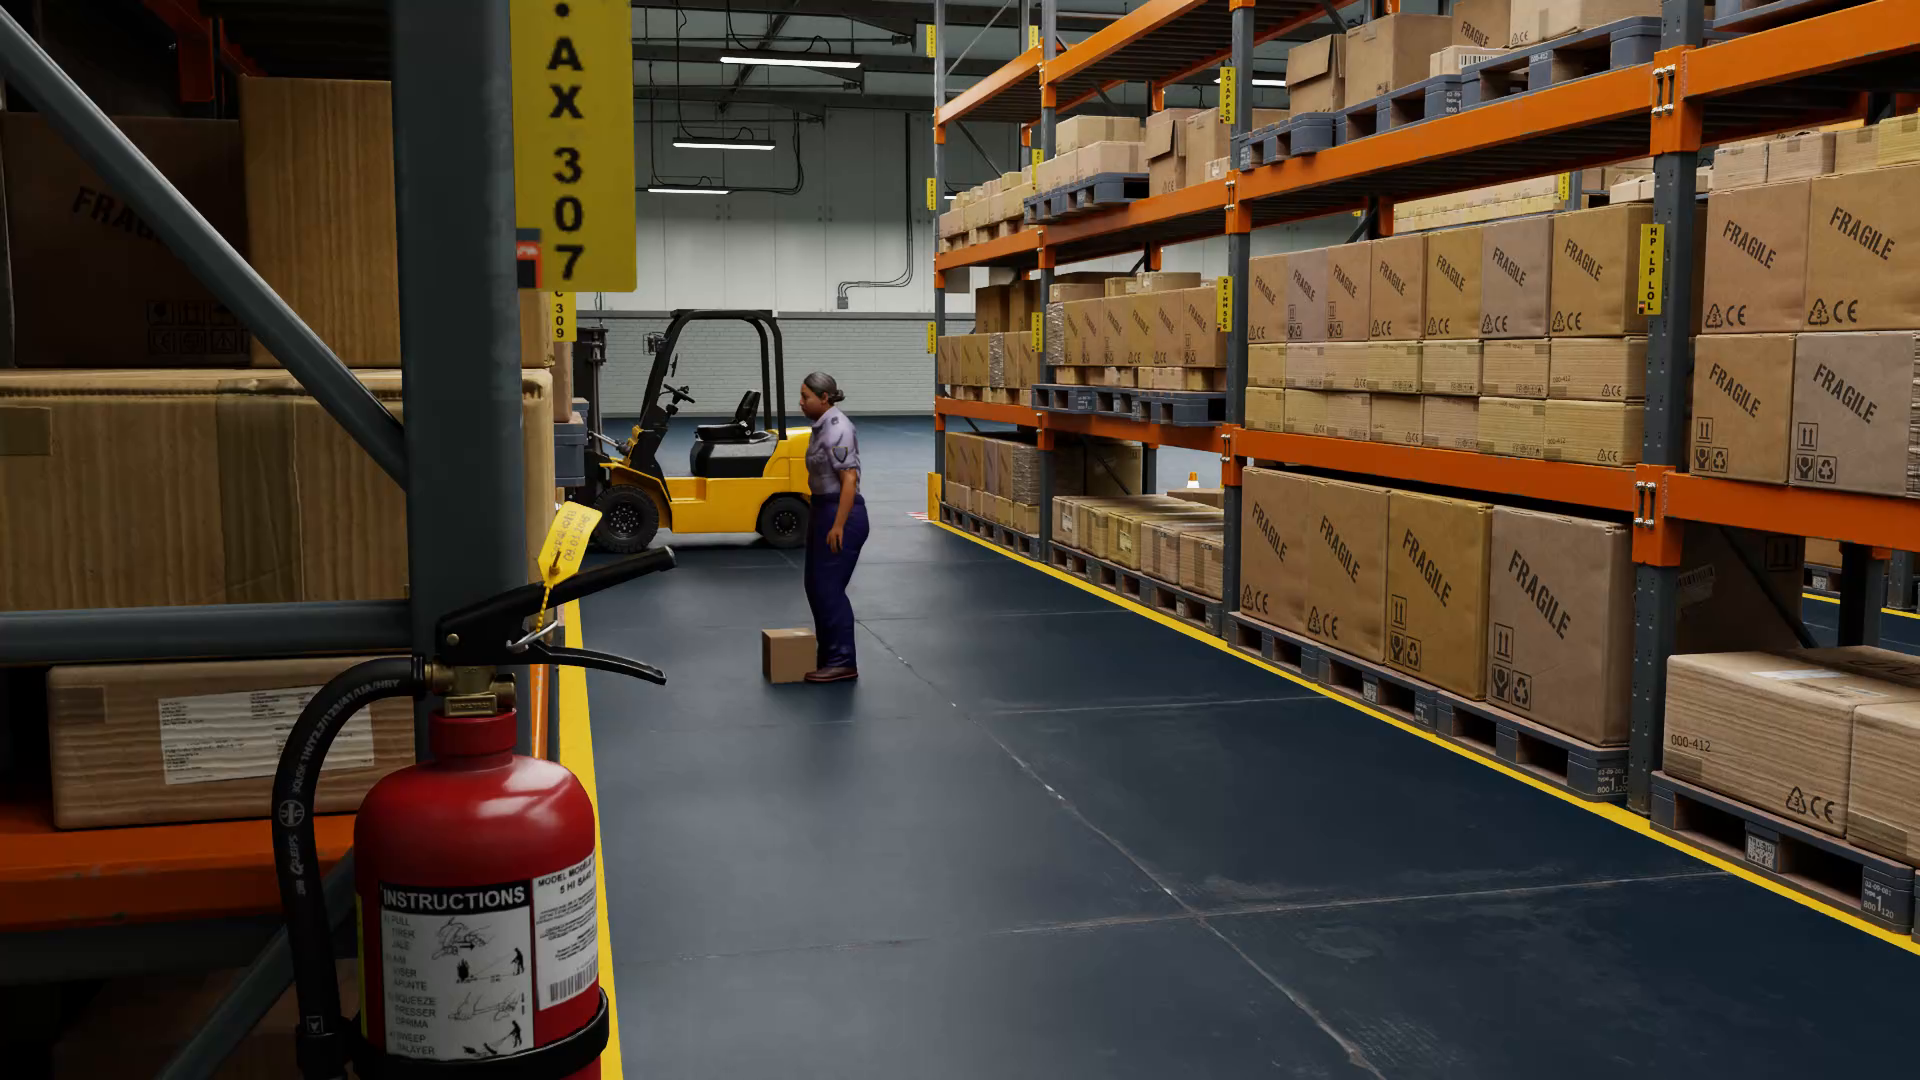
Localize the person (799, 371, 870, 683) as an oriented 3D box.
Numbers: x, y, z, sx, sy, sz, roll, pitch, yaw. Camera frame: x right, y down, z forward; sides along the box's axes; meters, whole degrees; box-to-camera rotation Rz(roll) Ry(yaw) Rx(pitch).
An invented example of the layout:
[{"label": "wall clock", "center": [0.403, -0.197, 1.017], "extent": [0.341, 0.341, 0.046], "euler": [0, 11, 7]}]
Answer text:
[{"label": "person", "center": [-0.694, -0.081, 8.964], "extent": [0.372, 1.650, 0.546], "euler": [-2, 6, -16]}]
